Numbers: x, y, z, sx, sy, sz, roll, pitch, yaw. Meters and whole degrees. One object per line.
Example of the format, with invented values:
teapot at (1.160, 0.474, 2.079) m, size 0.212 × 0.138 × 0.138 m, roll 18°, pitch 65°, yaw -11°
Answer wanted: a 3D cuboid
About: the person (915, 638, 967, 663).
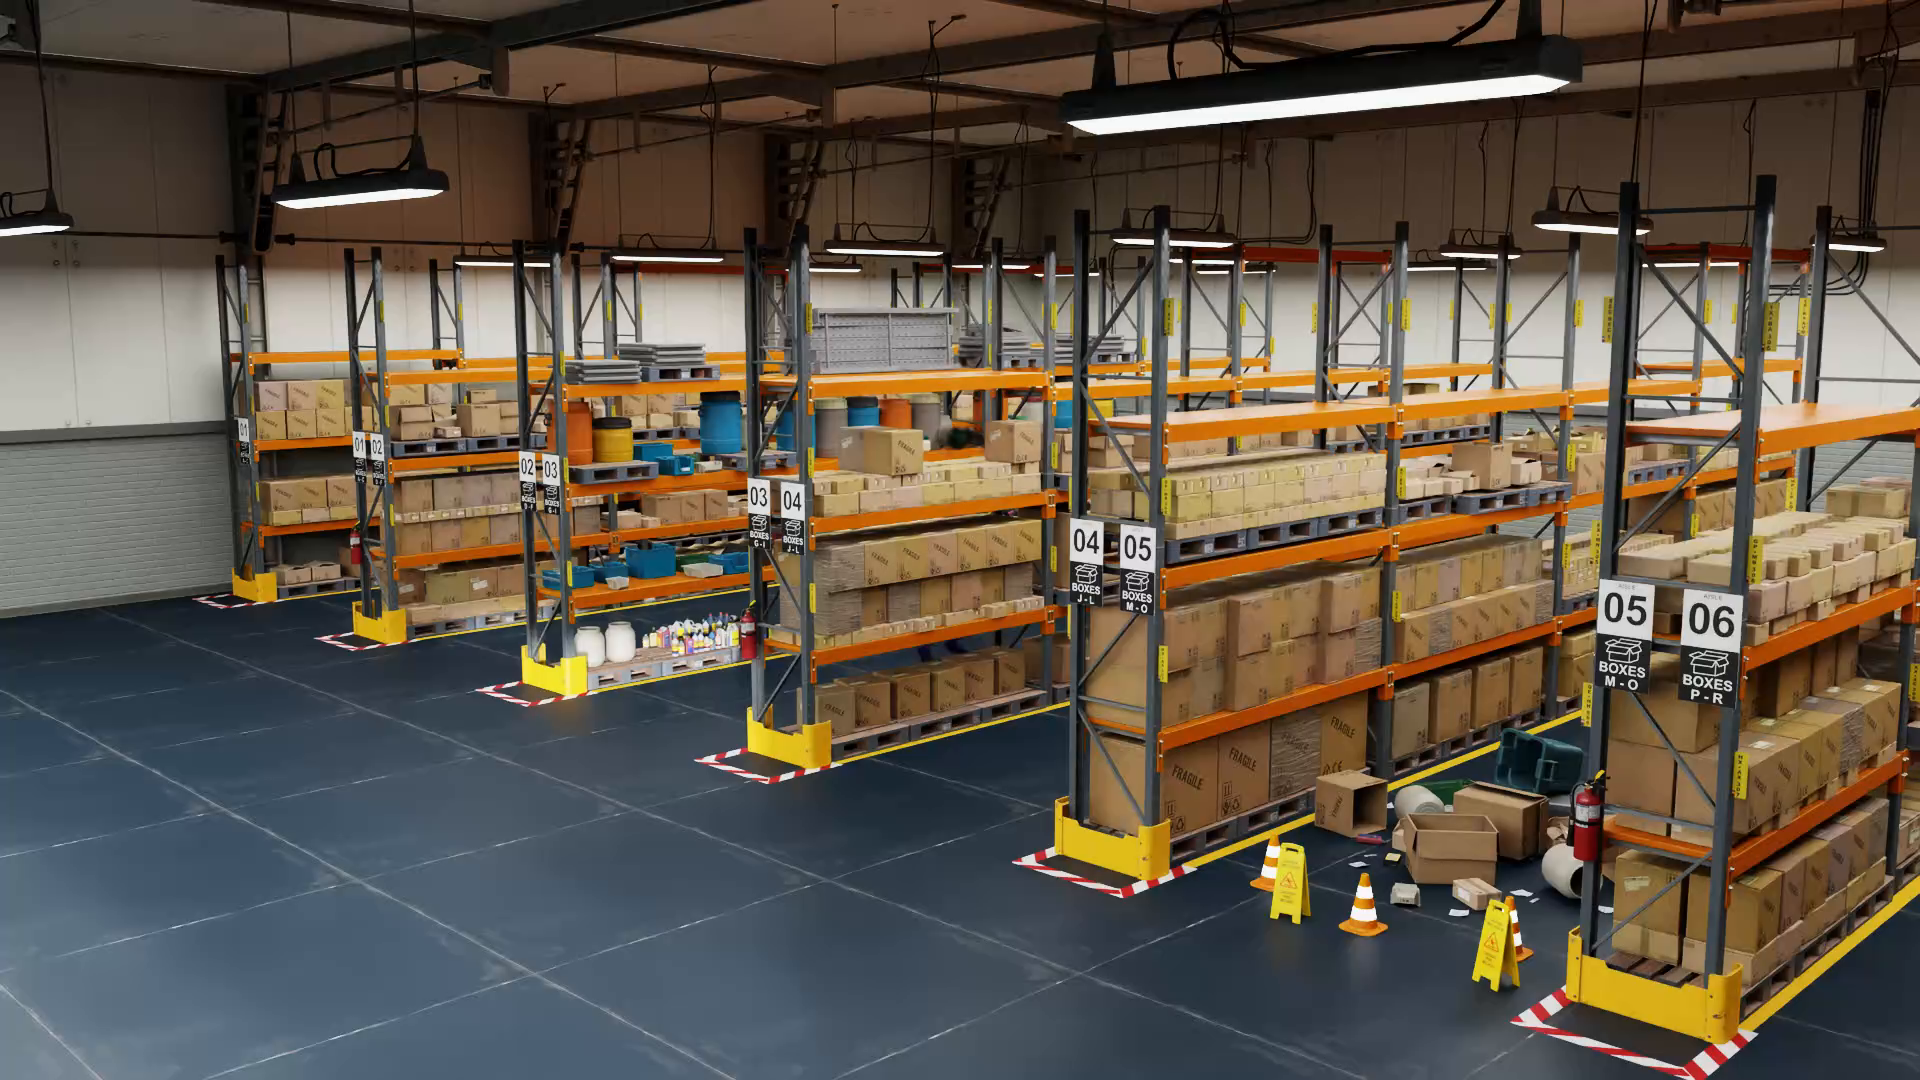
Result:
person at (-0.235, 1.169, 22.999) m, size 1.063 × 1.480 × 0.609 m, roll -4°, pitch 9°, yaw -29°
